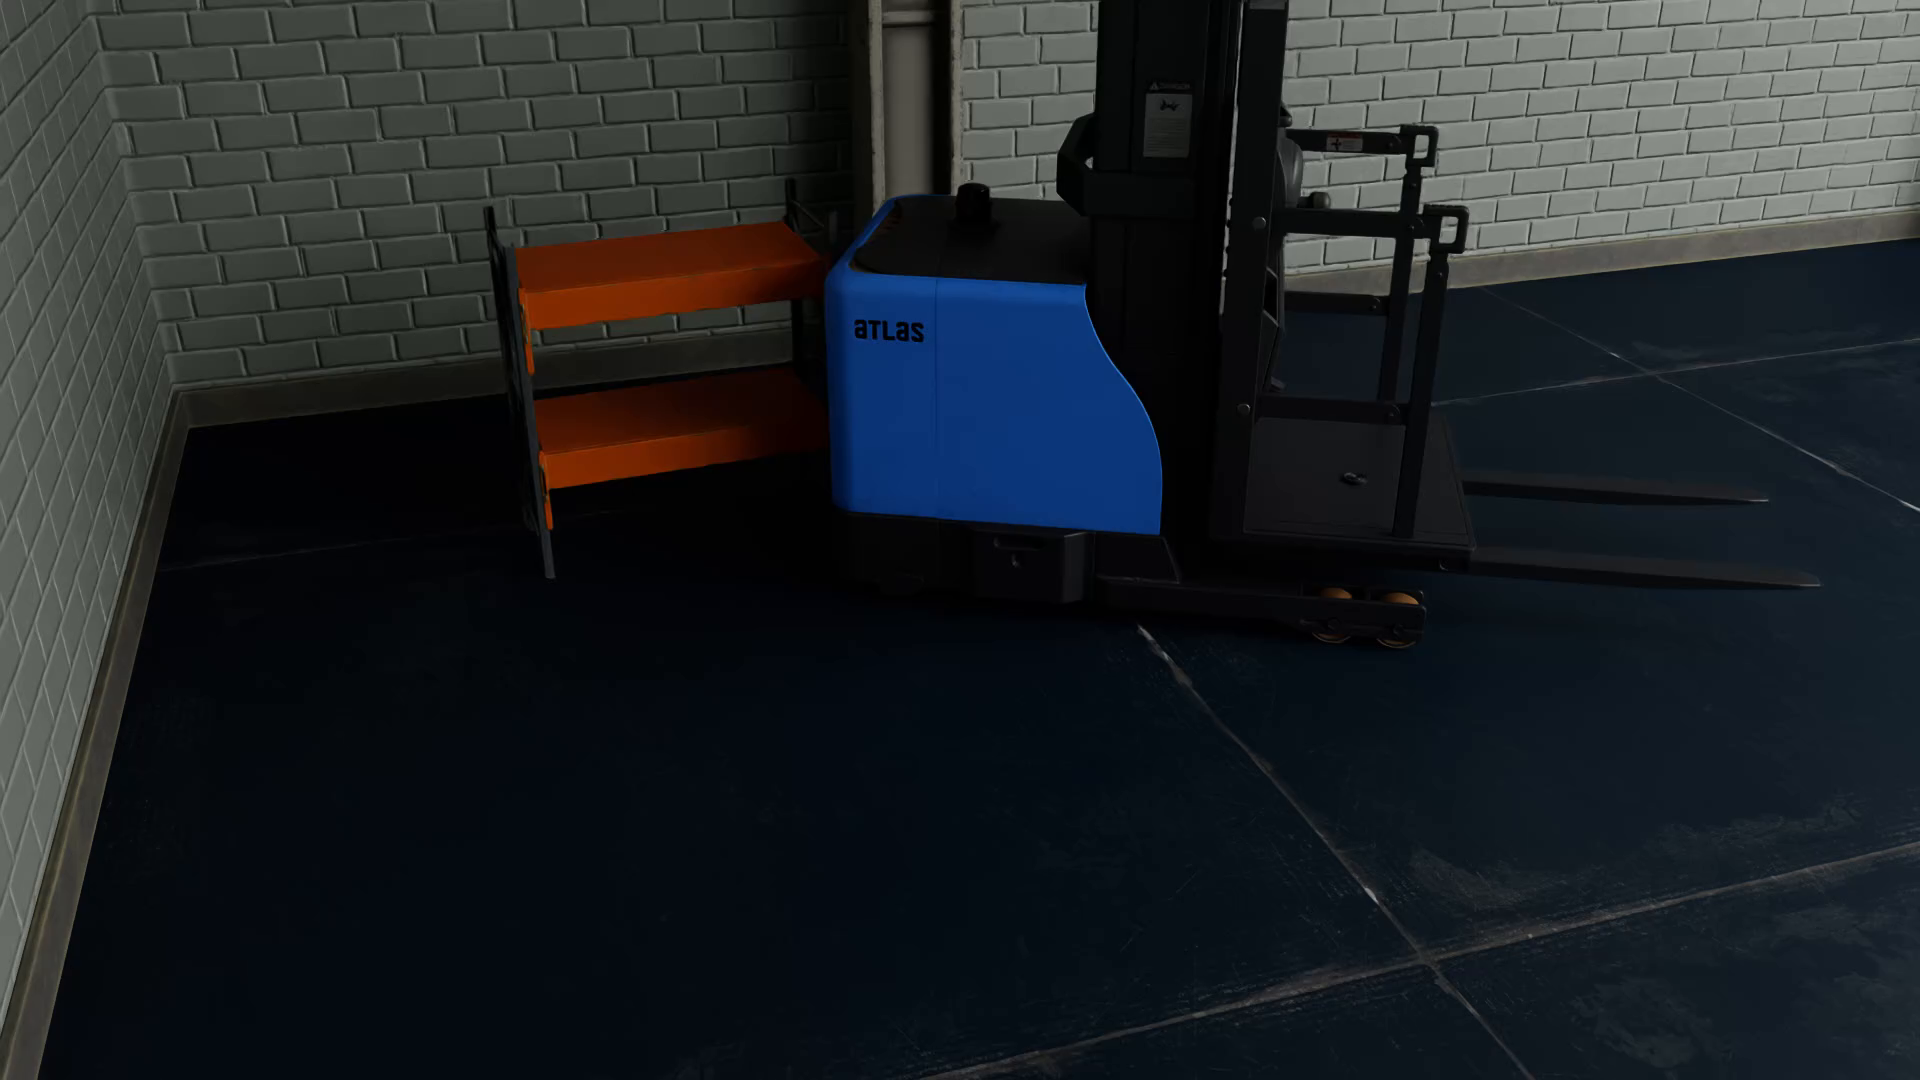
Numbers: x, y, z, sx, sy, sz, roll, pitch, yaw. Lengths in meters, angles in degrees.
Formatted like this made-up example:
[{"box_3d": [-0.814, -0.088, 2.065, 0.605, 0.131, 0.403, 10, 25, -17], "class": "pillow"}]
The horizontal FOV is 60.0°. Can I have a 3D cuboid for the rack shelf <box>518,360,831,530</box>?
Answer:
[{"box_3d": [-0.972, -0.344, 5.727, 1.000, 0.278, 0.538, -10, 28, -19], "class": "rack shelf"}]

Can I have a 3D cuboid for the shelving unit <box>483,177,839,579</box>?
[{"box_3d": [-0.972, -0.563, 5.618, 1.048, 1.125, 0.538, -10, 28, -19], "class": "shelving unit"}]

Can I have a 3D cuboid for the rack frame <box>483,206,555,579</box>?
[{"box_3d": [-1.445, -0.479, 5.450, 0.032, 1.125, 0.500, -10, 28, -19], "class": "rack frame"}]

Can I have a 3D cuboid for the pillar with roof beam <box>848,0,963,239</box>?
[{"box_3d": [1.111, -3.016, 1.706, 0.400, 9.000, 9.100, -8, 28, -16], "class": "pillar with roof beam"}]

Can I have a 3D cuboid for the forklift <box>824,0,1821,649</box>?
[{"box_3d": [1.143, -1.237, 4.946, 3.031, 2.935, 1.130, 4, 27, 9], "class": "forklift"}]

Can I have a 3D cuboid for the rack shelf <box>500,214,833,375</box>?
[{"box_3d": [-0.972, -0.825, 5.488, 1.000, 0.278, 0.538, -10, 28, -19], "class": "rack shelf"}]

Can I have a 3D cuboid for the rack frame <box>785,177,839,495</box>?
[{"box_3d": [-0.499, -0.646, 5.786, 0.032, 1.125, 0.500, -10, 28, -19], "class": "rack frame"}]
